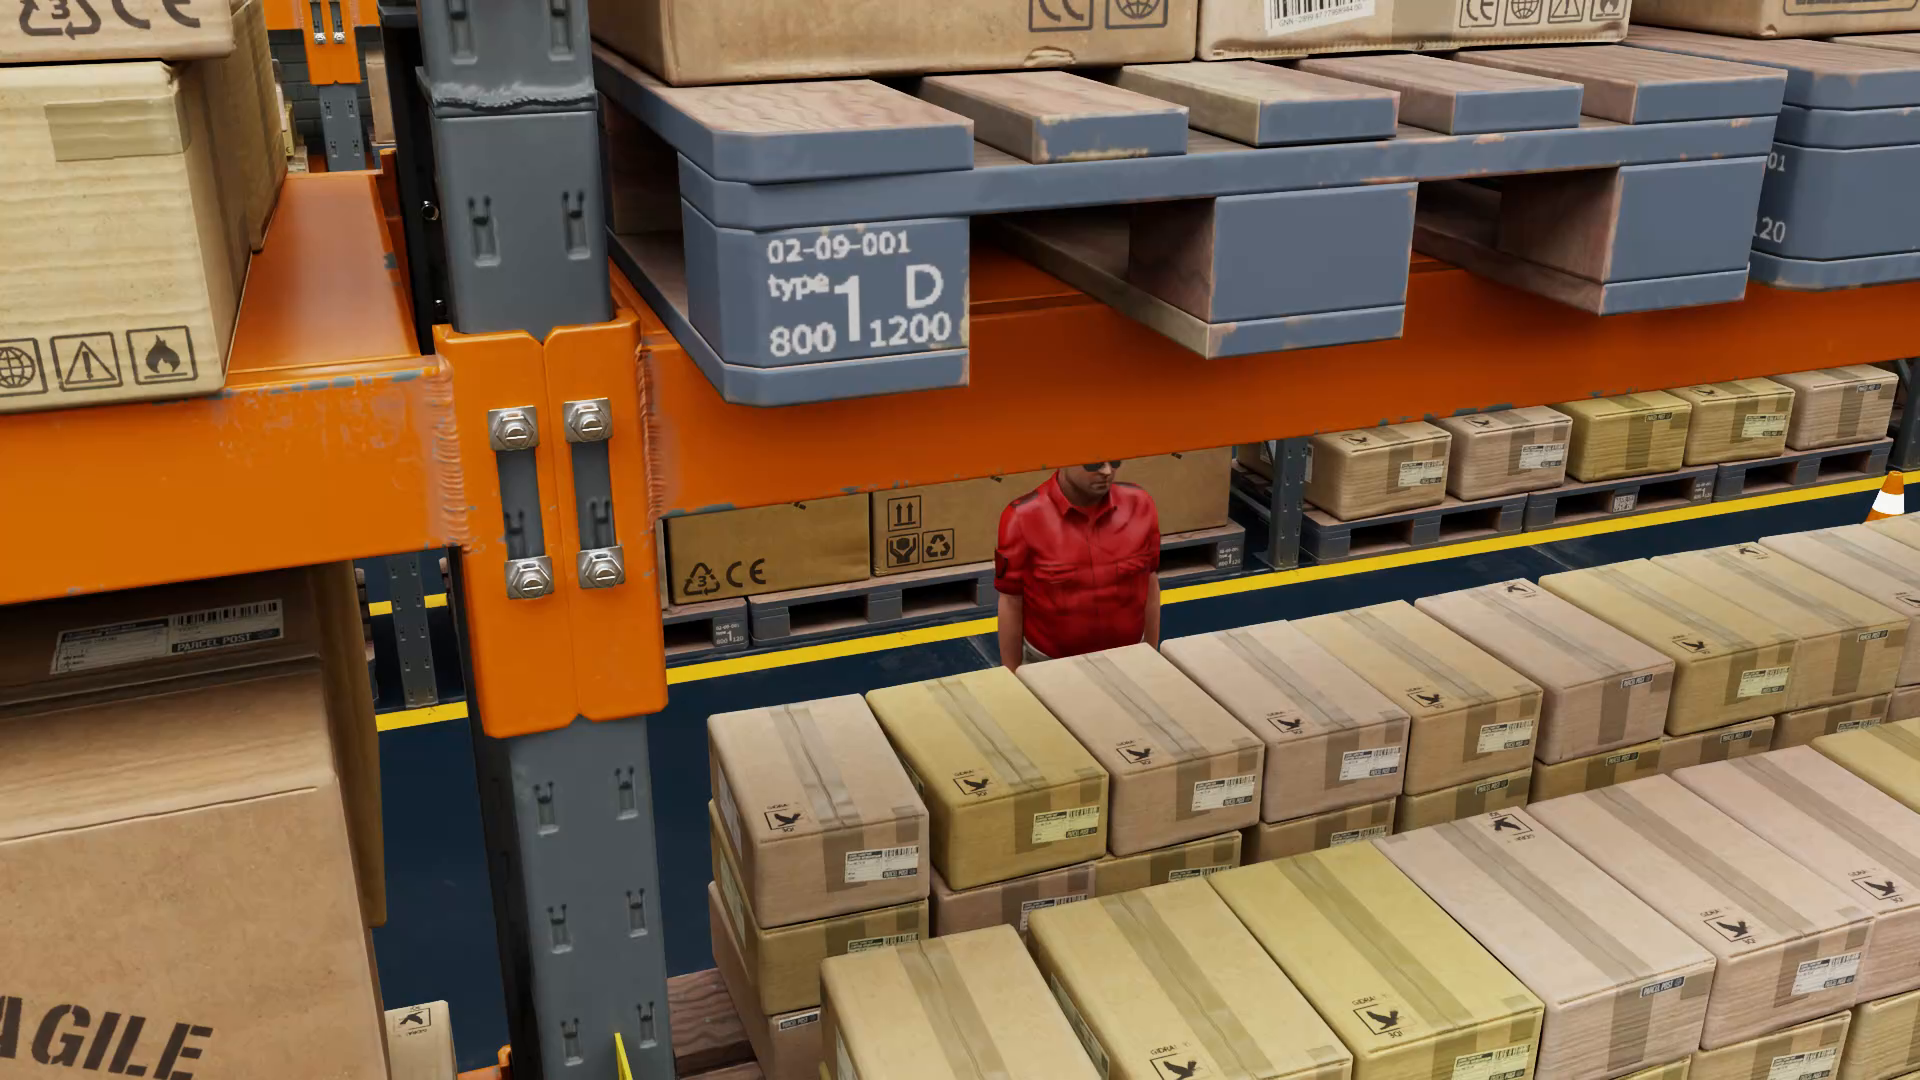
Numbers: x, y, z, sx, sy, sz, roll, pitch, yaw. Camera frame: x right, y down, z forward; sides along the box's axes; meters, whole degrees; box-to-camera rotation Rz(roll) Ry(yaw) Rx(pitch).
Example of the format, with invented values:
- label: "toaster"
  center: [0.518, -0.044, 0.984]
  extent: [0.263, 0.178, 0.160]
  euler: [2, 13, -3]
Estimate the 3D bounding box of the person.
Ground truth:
- label: "person"
  center: [0.378, 0.442, 5.066]
  extent: [0.527, 1.733, 0.360]
  euler: [-8, 24, -18]
